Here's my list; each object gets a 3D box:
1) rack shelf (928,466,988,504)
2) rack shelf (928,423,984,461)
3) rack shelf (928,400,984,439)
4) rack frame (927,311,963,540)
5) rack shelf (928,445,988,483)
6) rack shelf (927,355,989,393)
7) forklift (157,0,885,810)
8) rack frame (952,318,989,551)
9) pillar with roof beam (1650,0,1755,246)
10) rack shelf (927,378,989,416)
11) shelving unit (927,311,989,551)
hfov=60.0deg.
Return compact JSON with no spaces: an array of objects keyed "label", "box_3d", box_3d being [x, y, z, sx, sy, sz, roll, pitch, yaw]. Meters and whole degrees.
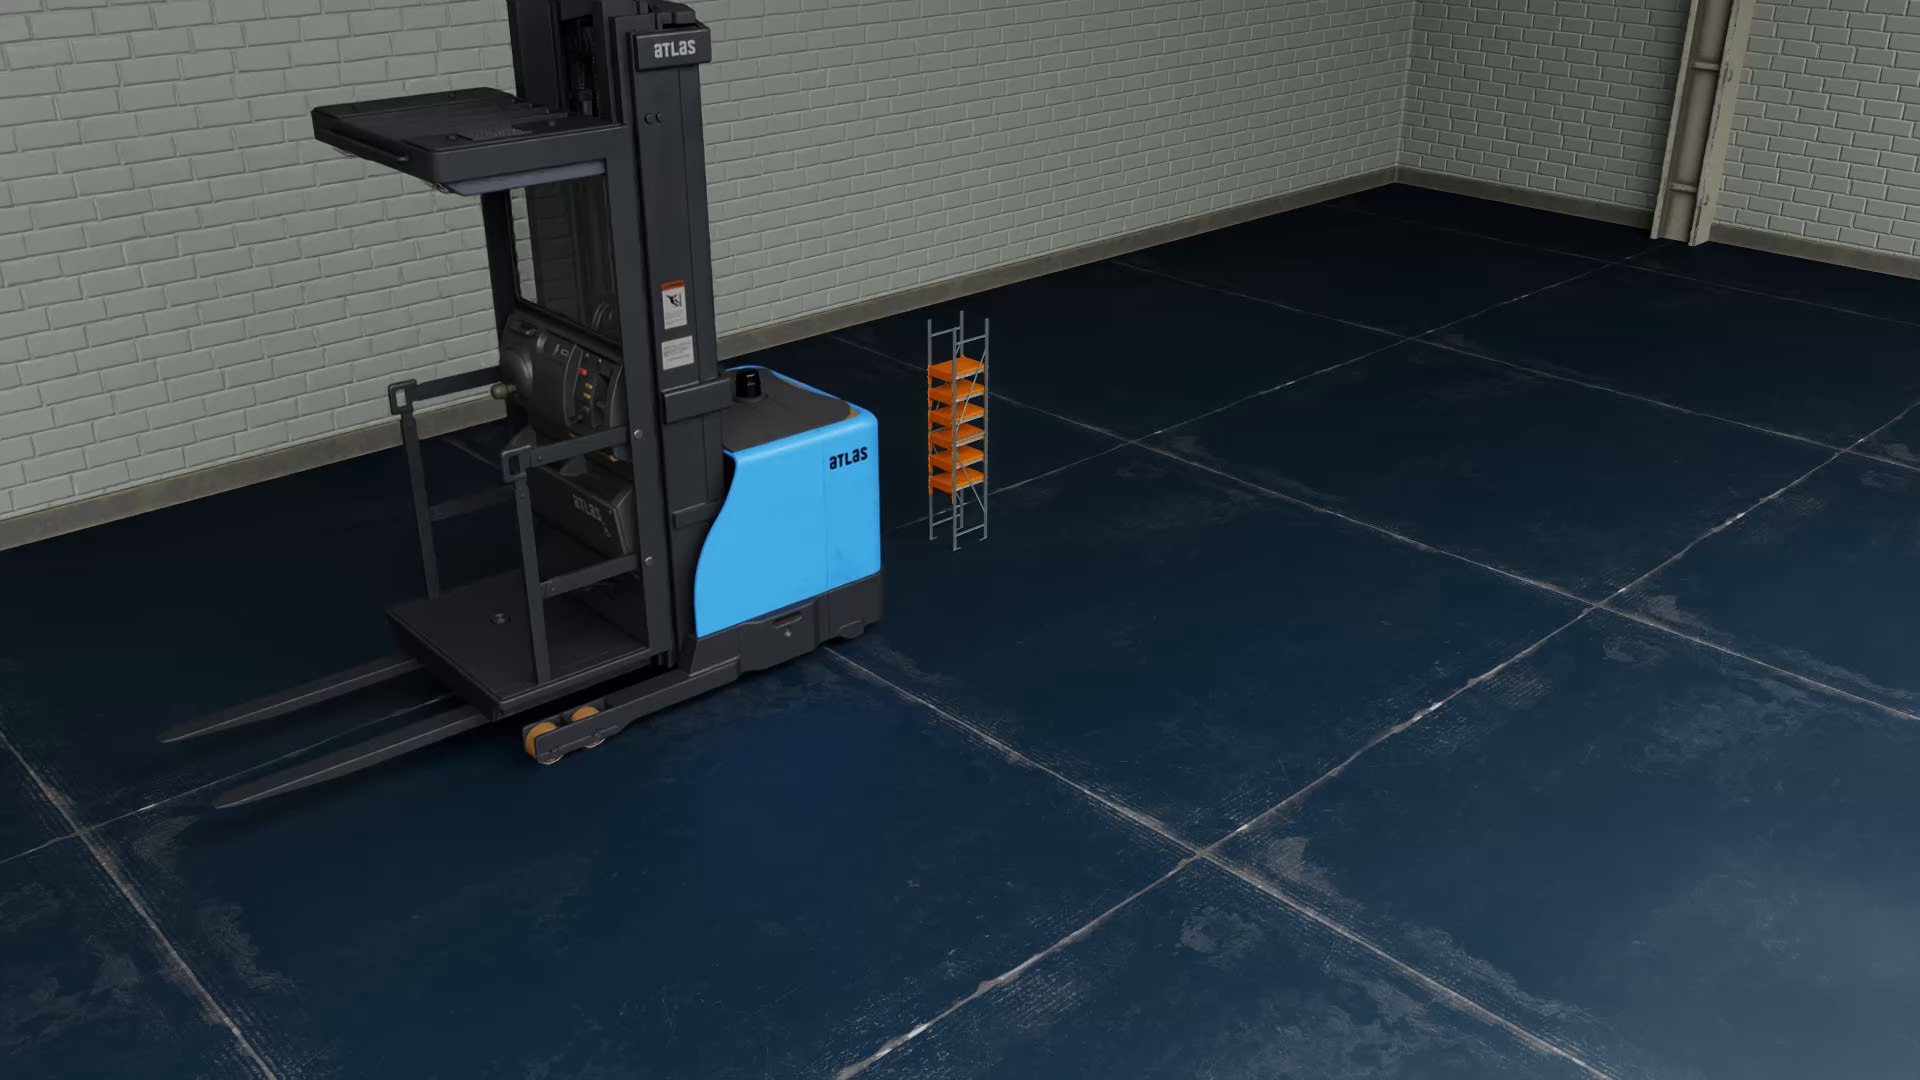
[{"label":"rack shelf","box_3d":[-0.010,-0.291,8.629,0.258,0.103,0.180,-21,32,-38]},{"label":"rack shelf","box_3d":[-0.010,-0.510,8.529,0.258,0.103,0.180,-21,32,-38]},{"label":"rack shelf","box_3d":[-0.010,-0.619,8.479,0.258,0.103,0.180,-21,32,-38]},{"label":"rack frame","box_3d":[-0.072,-0.578,8.571,0.240,1.200,0.006,-21,32,-38]},{"label":"rack shelf","box_3d":[-0.010,-0.401,8.579,0.258,0.103,0.180,-21,32,-38]},{"label":"rack shelf","box_3d":[-0.010,-0.837,8.380,0.258,0.103,0.180,-21,32,-38]},{"label":"forklift","box_3d":[-1.793,-0.668,6.683,3.031,2.935,1.130,-20,31,-37]},{"label":"rack frame","box_3d":[0.053,-0.523,8.450,0.240,1.200,0.006,-21,32,-38]},{"label":"pillar with roof beam","box_3d":[3.137,-5.501,9.967,9.100,9.000,0.400,-21,32,-38]},{"label":"rack shelf","box_3d":[-0.010,-0.728,8.429,0.258,0.103,0.180,-21,32,-38]},{"label":"shelving unit","box_3d":[-0.010,-0.550,8.511,0.258,1.200,0.189,-21,32,-38]}]
